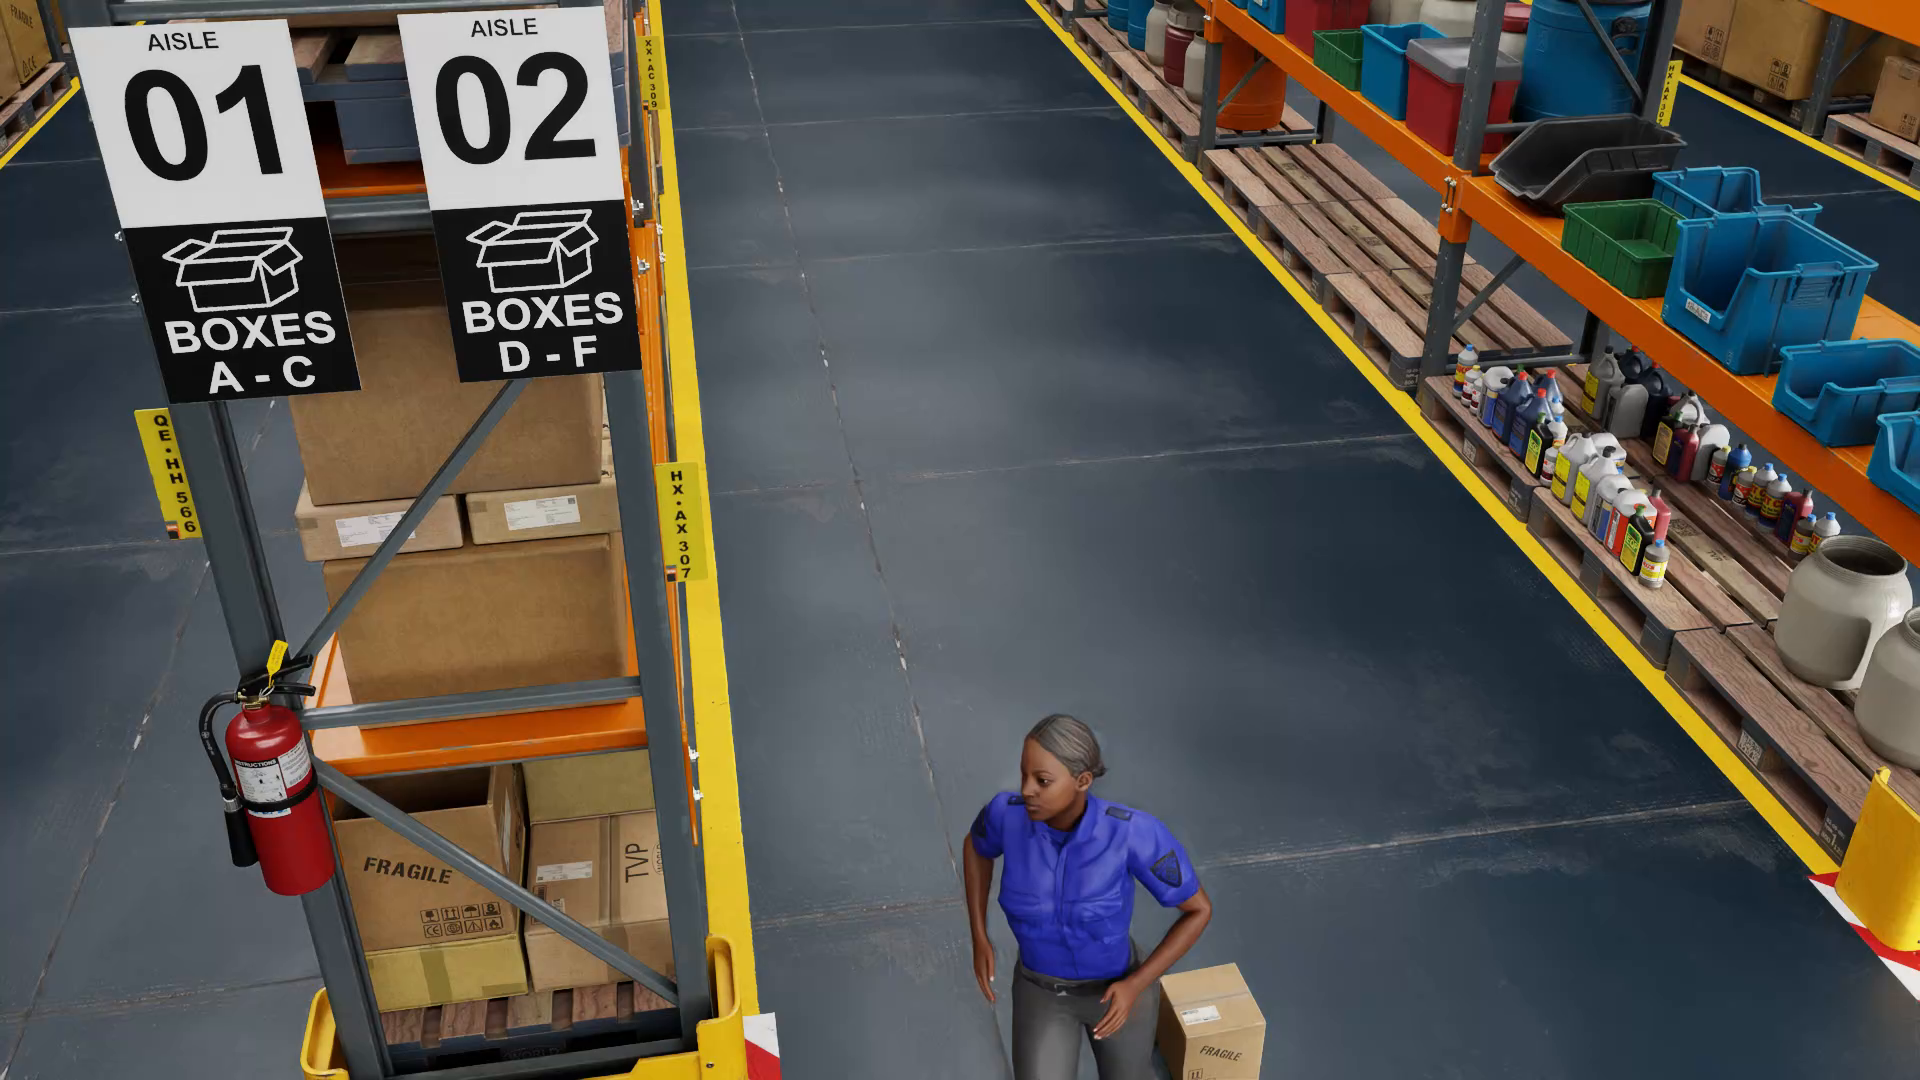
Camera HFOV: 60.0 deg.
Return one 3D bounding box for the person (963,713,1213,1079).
[{"bbox_3d":[0.283,1.170,4.216,0.651,1.676,0.635,7,32,12],"label":"person"}]
